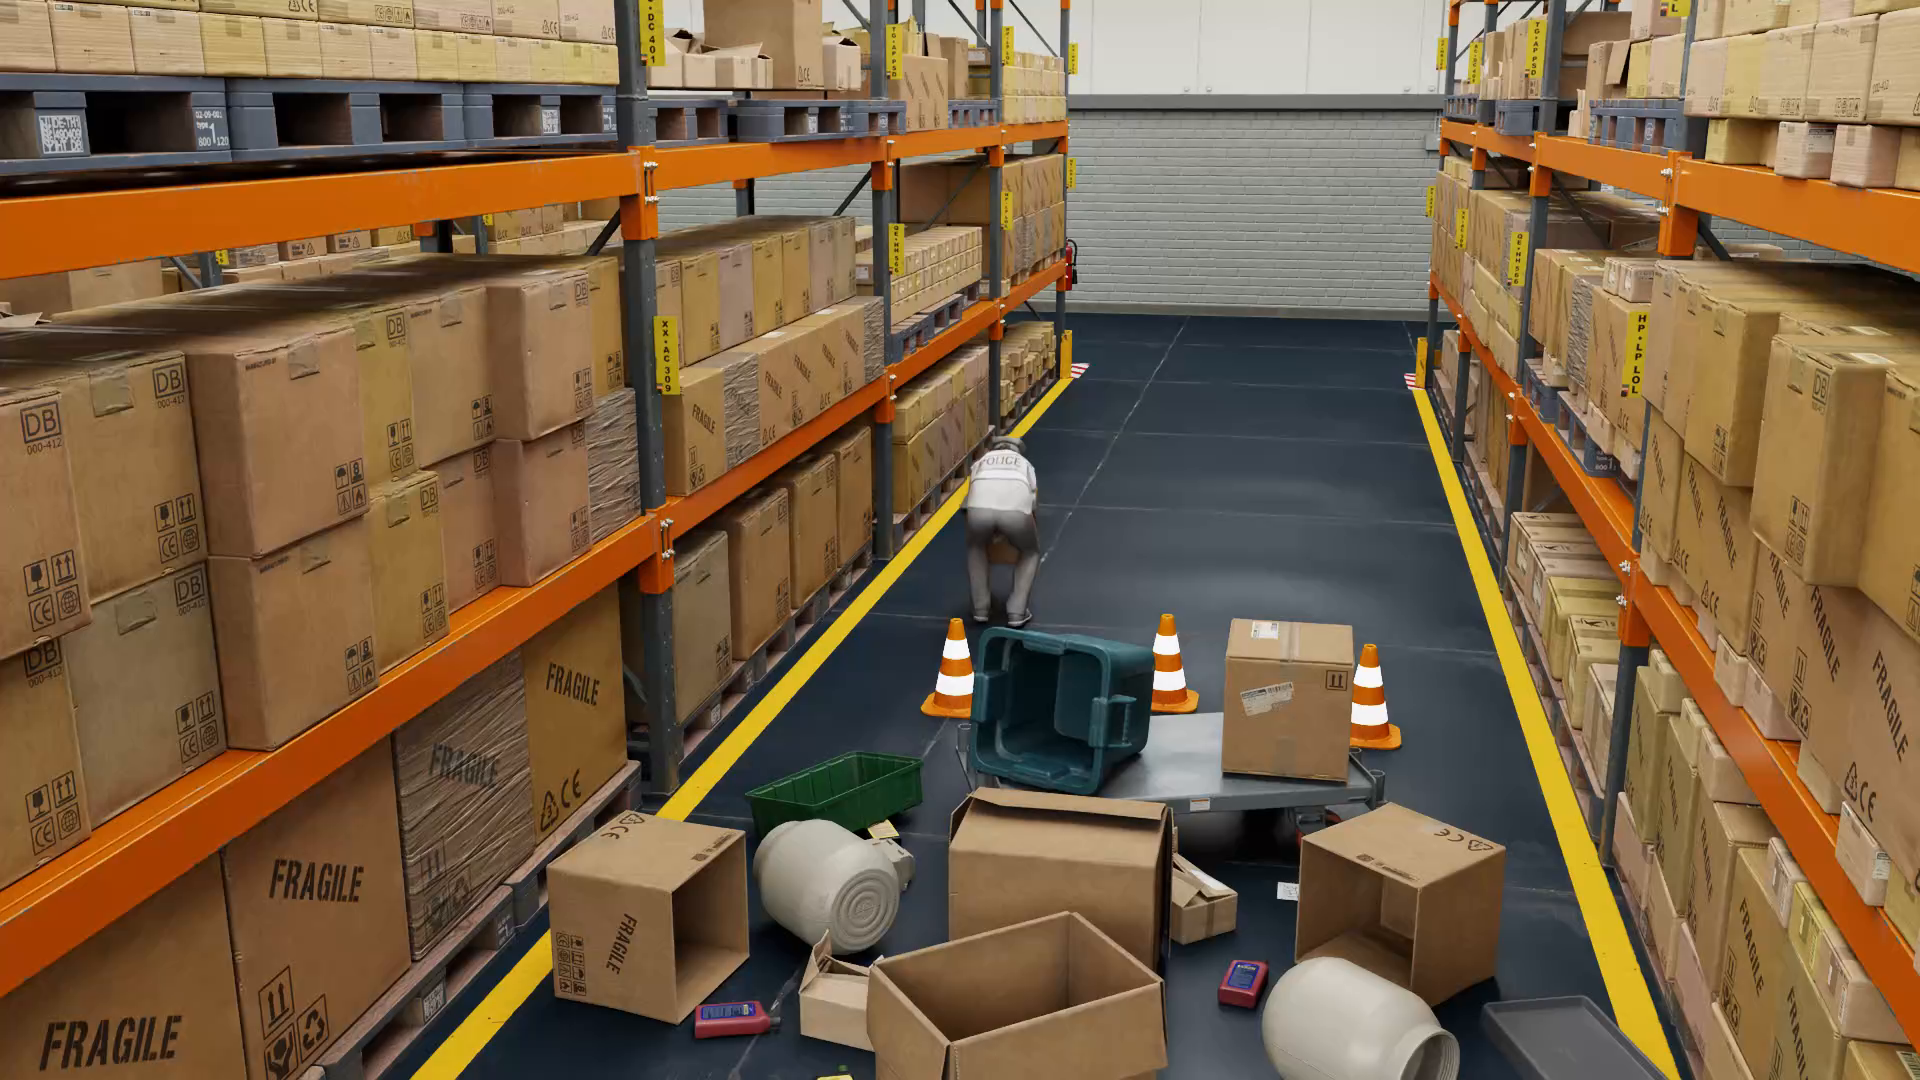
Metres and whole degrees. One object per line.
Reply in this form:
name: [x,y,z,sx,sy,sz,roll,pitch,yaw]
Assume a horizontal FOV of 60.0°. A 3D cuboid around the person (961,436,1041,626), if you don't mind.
person: [0.262,-0.058,9.981,0.452,1.030,0.932,2,15,8]
